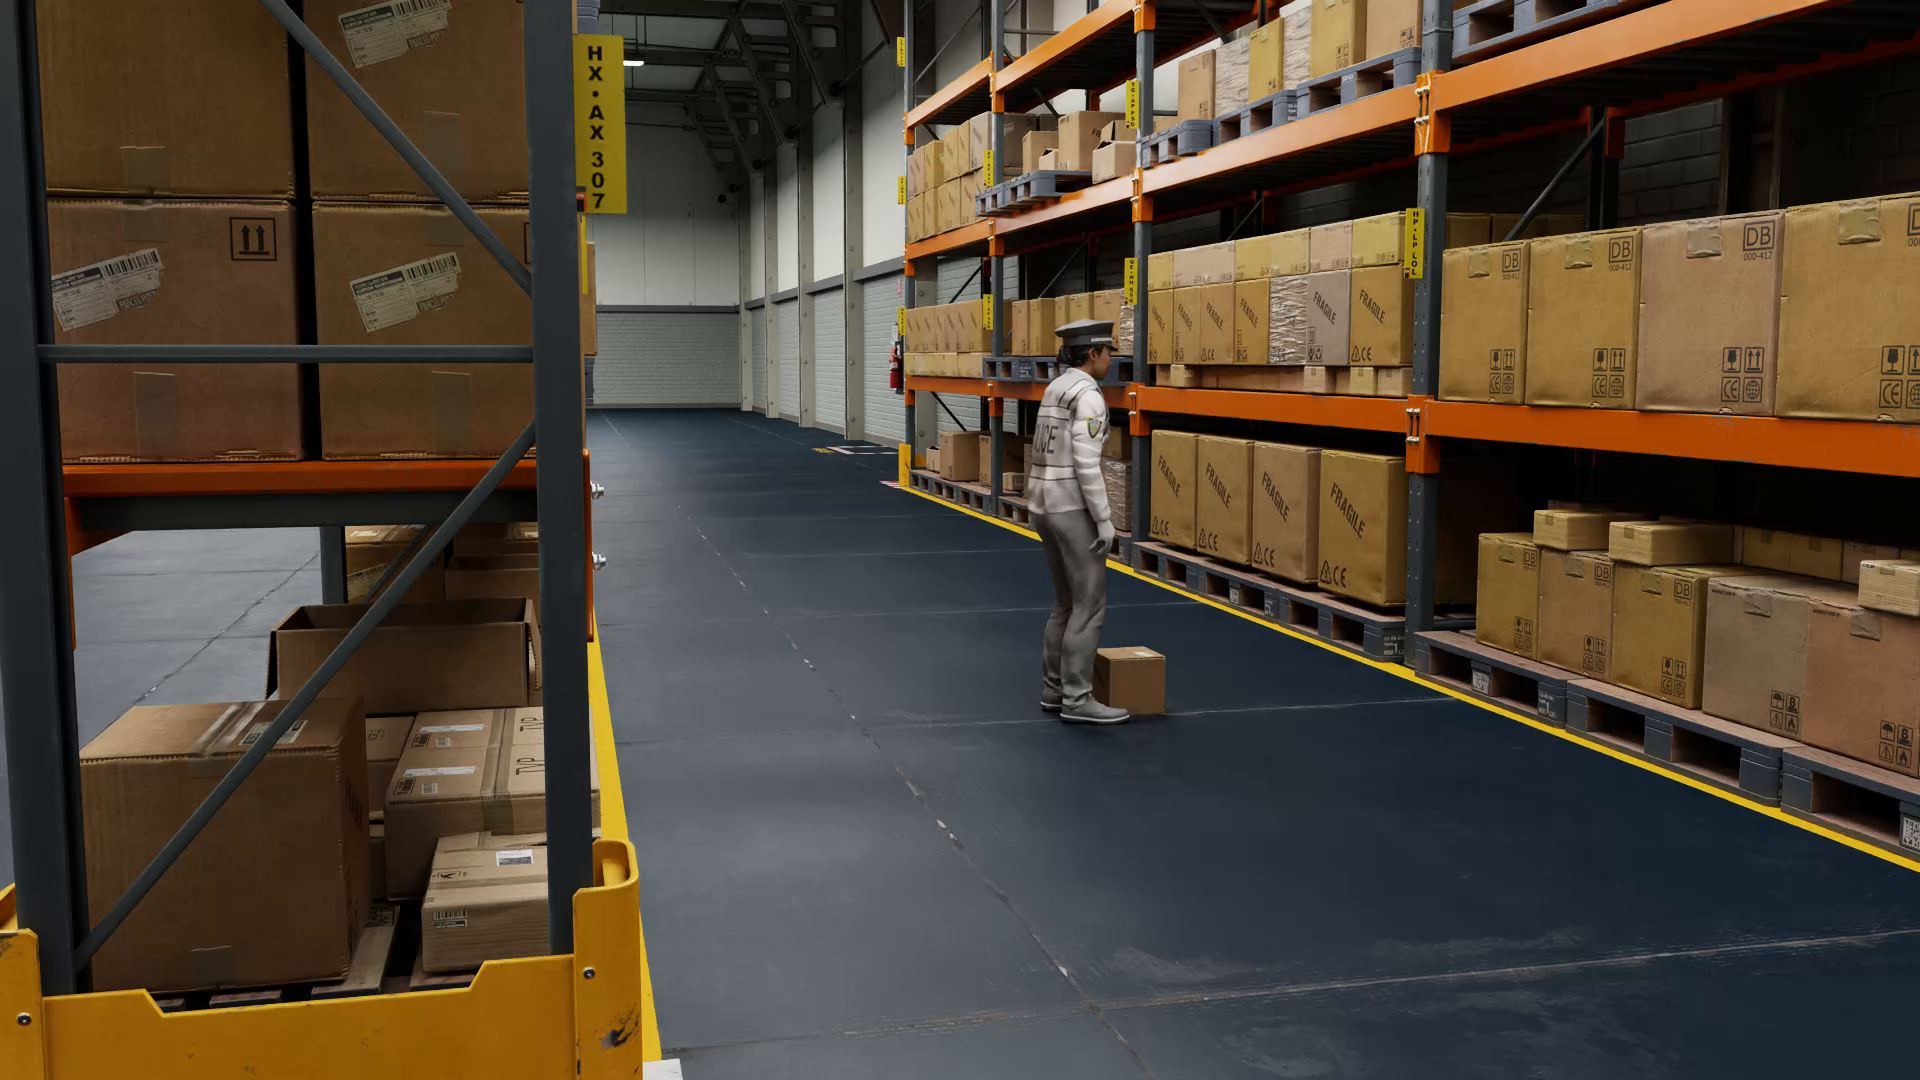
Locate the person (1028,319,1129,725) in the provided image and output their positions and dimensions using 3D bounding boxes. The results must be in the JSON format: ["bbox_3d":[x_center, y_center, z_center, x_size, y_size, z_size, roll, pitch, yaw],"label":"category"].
[{"bbox_3d":[0.485,-0.091,6.991,0.372,1.666,0.543,-2,6,-16],"label":"person"}]
